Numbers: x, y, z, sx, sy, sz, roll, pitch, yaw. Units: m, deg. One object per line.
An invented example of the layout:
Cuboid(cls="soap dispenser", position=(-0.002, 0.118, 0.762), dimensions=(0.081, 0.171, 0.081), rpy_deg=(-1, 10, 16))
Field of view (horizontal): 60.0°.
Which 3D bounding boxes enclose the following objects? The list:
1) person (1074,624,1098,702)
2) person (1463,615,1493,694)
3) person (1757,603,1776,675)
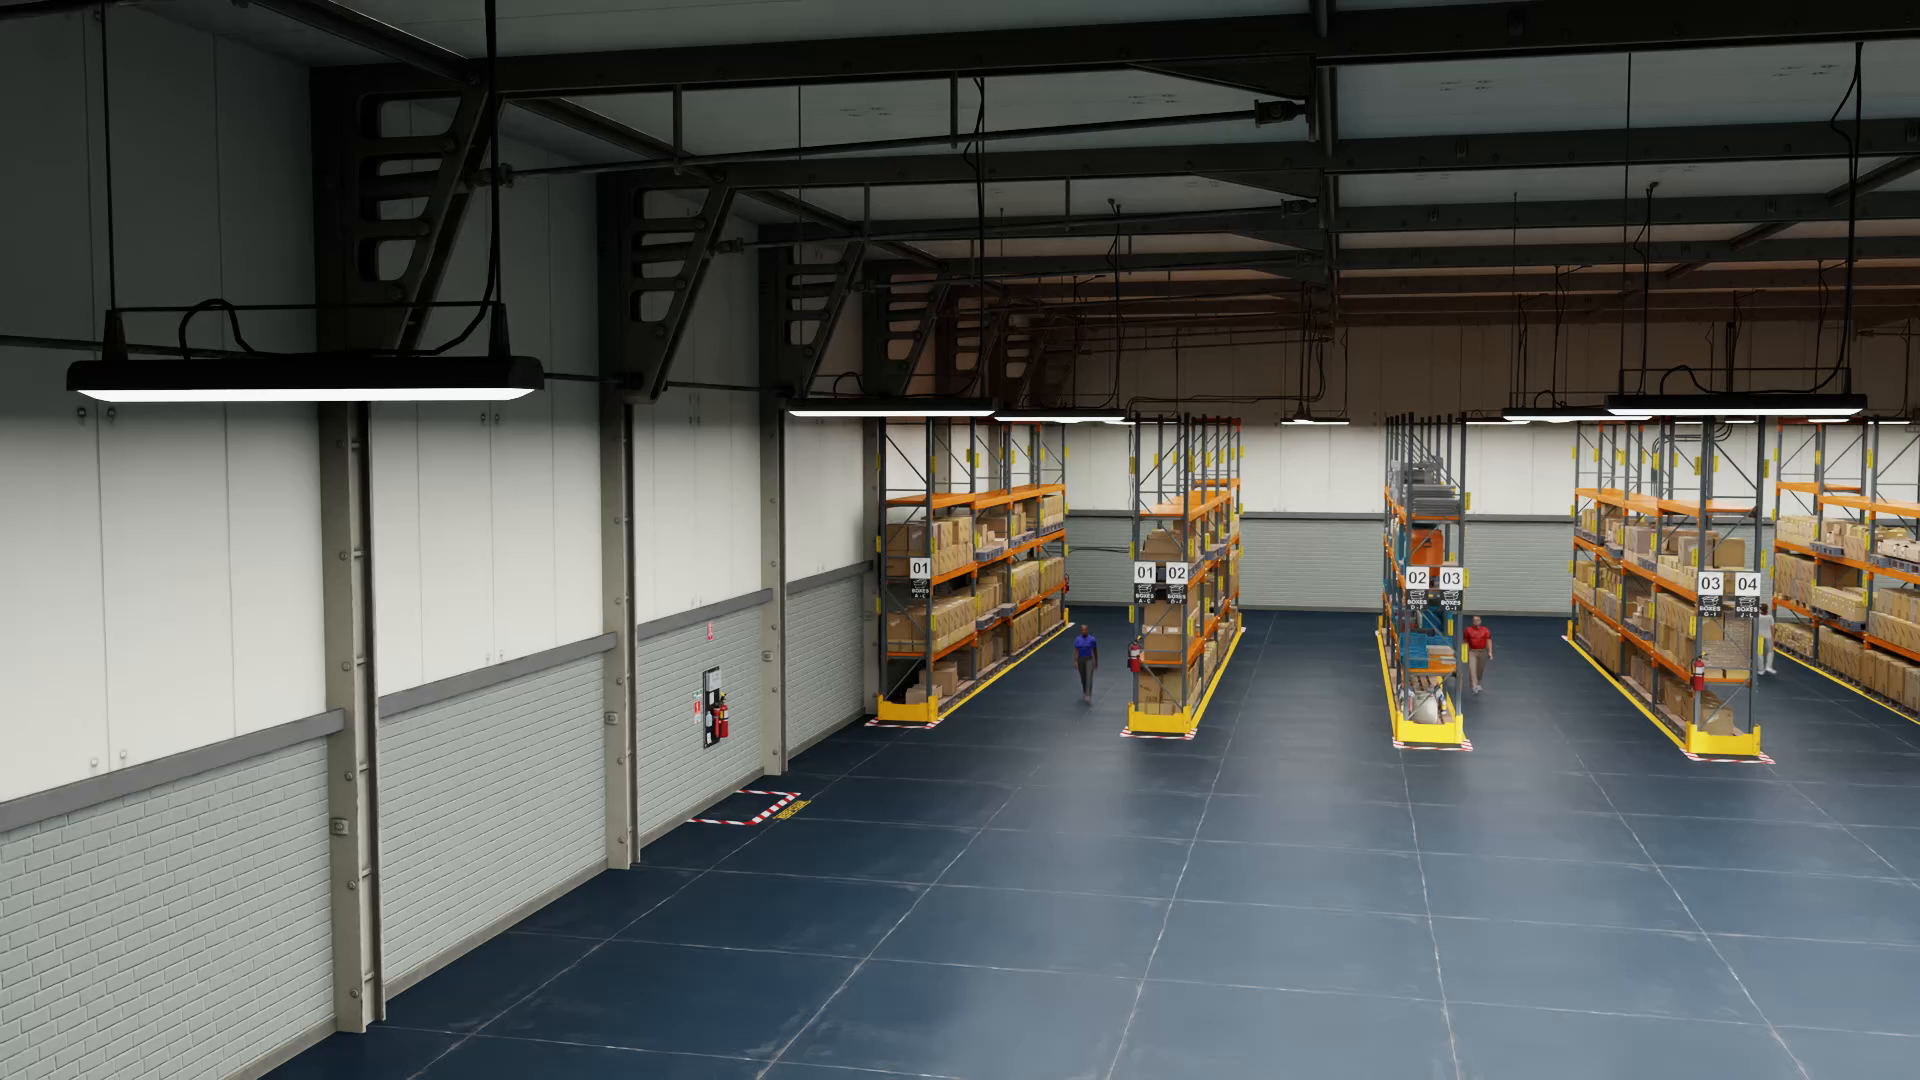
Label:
Cuboid(cls="person", position=(2.603, 2.551, 34.654), dimensions=(0.464, 1.609, 0.992), rpy_deg=(1, 4, 19))
Cuboid(cls="person", position=(11.110, 2.452, 35.645), dimensions=(0.562, 1.668, 1.035), rpy_deg=(0, 4, 6))
Cuboid(cls="person", position=(18.626, 2.291, 38.495), dimensions=(0.494, 1.669, 0.534), rpy_deg=(1, 4, 14))
